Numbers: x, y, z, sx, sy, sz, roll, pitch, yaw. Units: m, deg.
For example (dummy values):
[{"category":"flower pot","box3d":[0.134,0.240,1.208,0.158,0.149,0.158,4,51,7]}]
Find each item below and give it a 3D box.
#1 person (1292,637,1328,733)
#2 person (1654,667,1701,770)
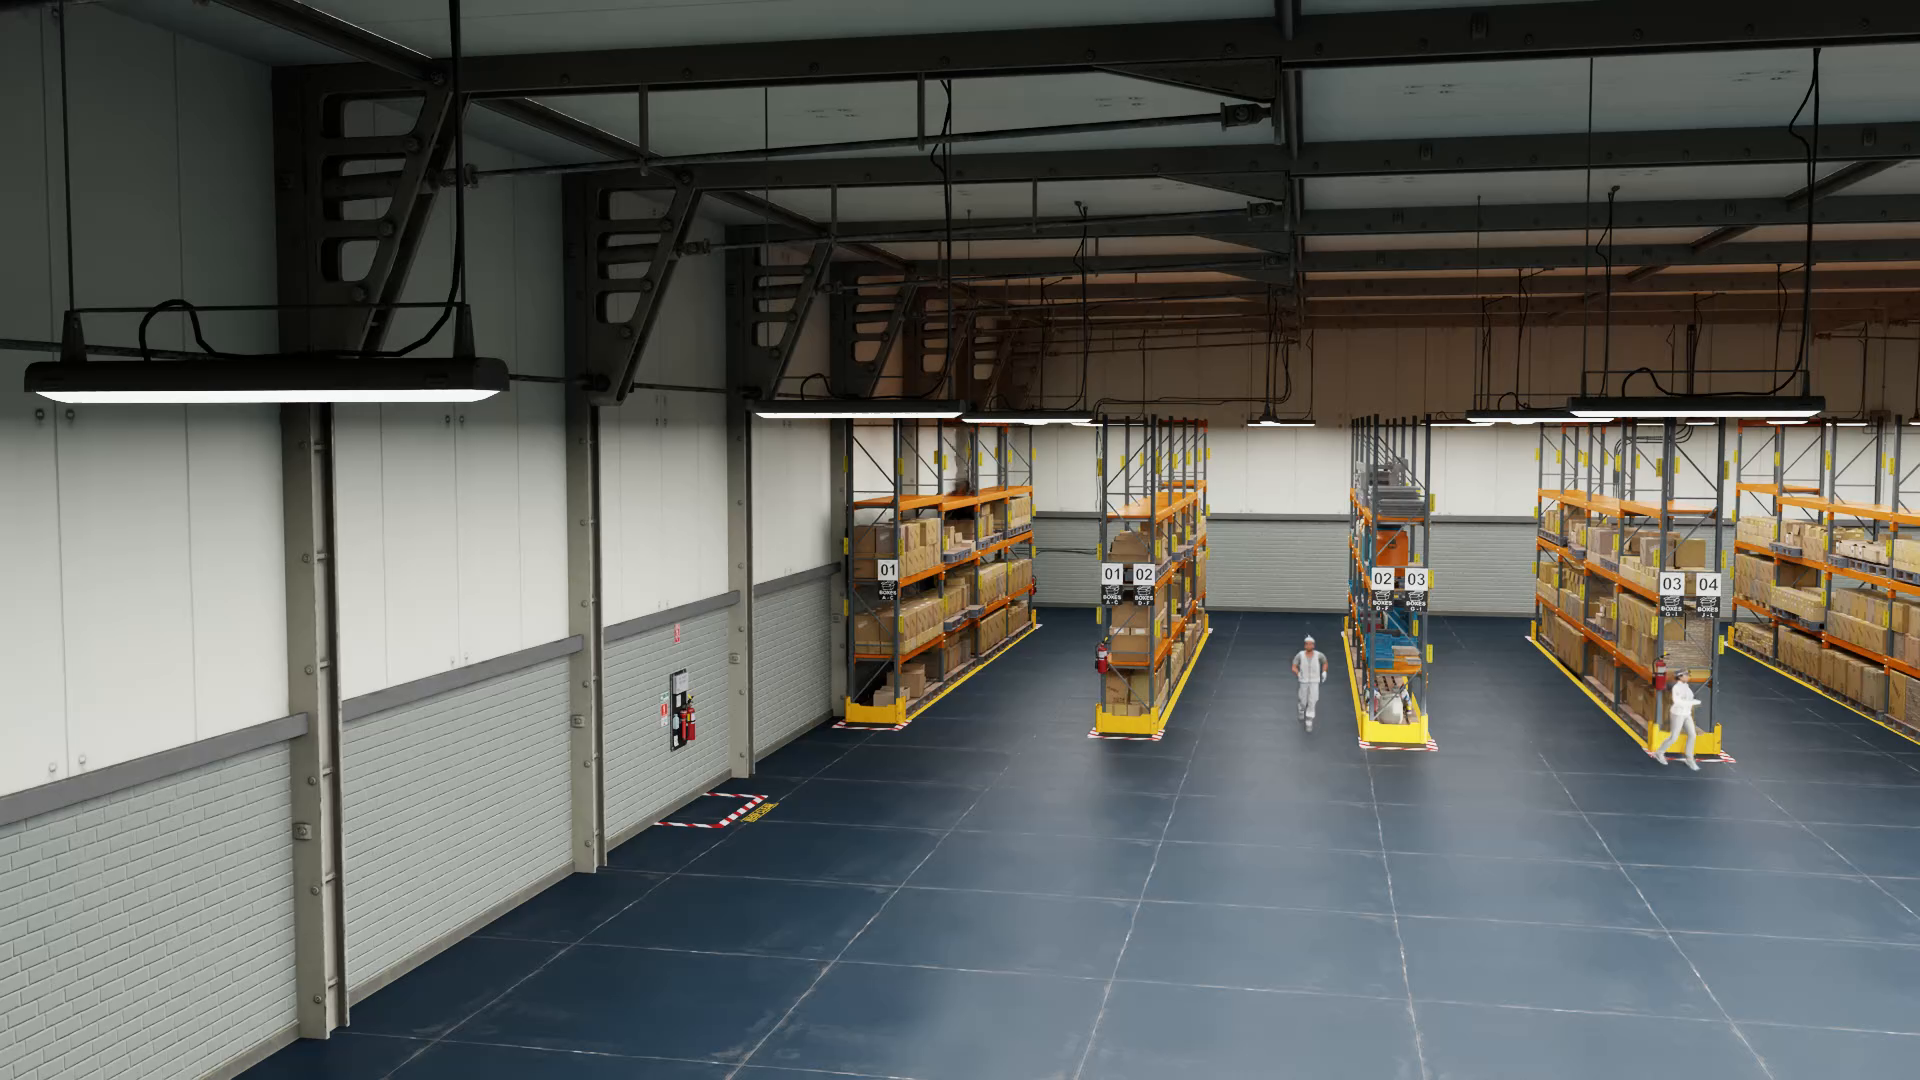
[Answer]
[{"category":"person","box3d":[6.670,2.729,31.728,0.669,1.779,0.920,1,4,11]},{"category":"person","box3d":[12.147,3.009,28.111,0.638,1.757,0.762,-4,5,-43]}]
